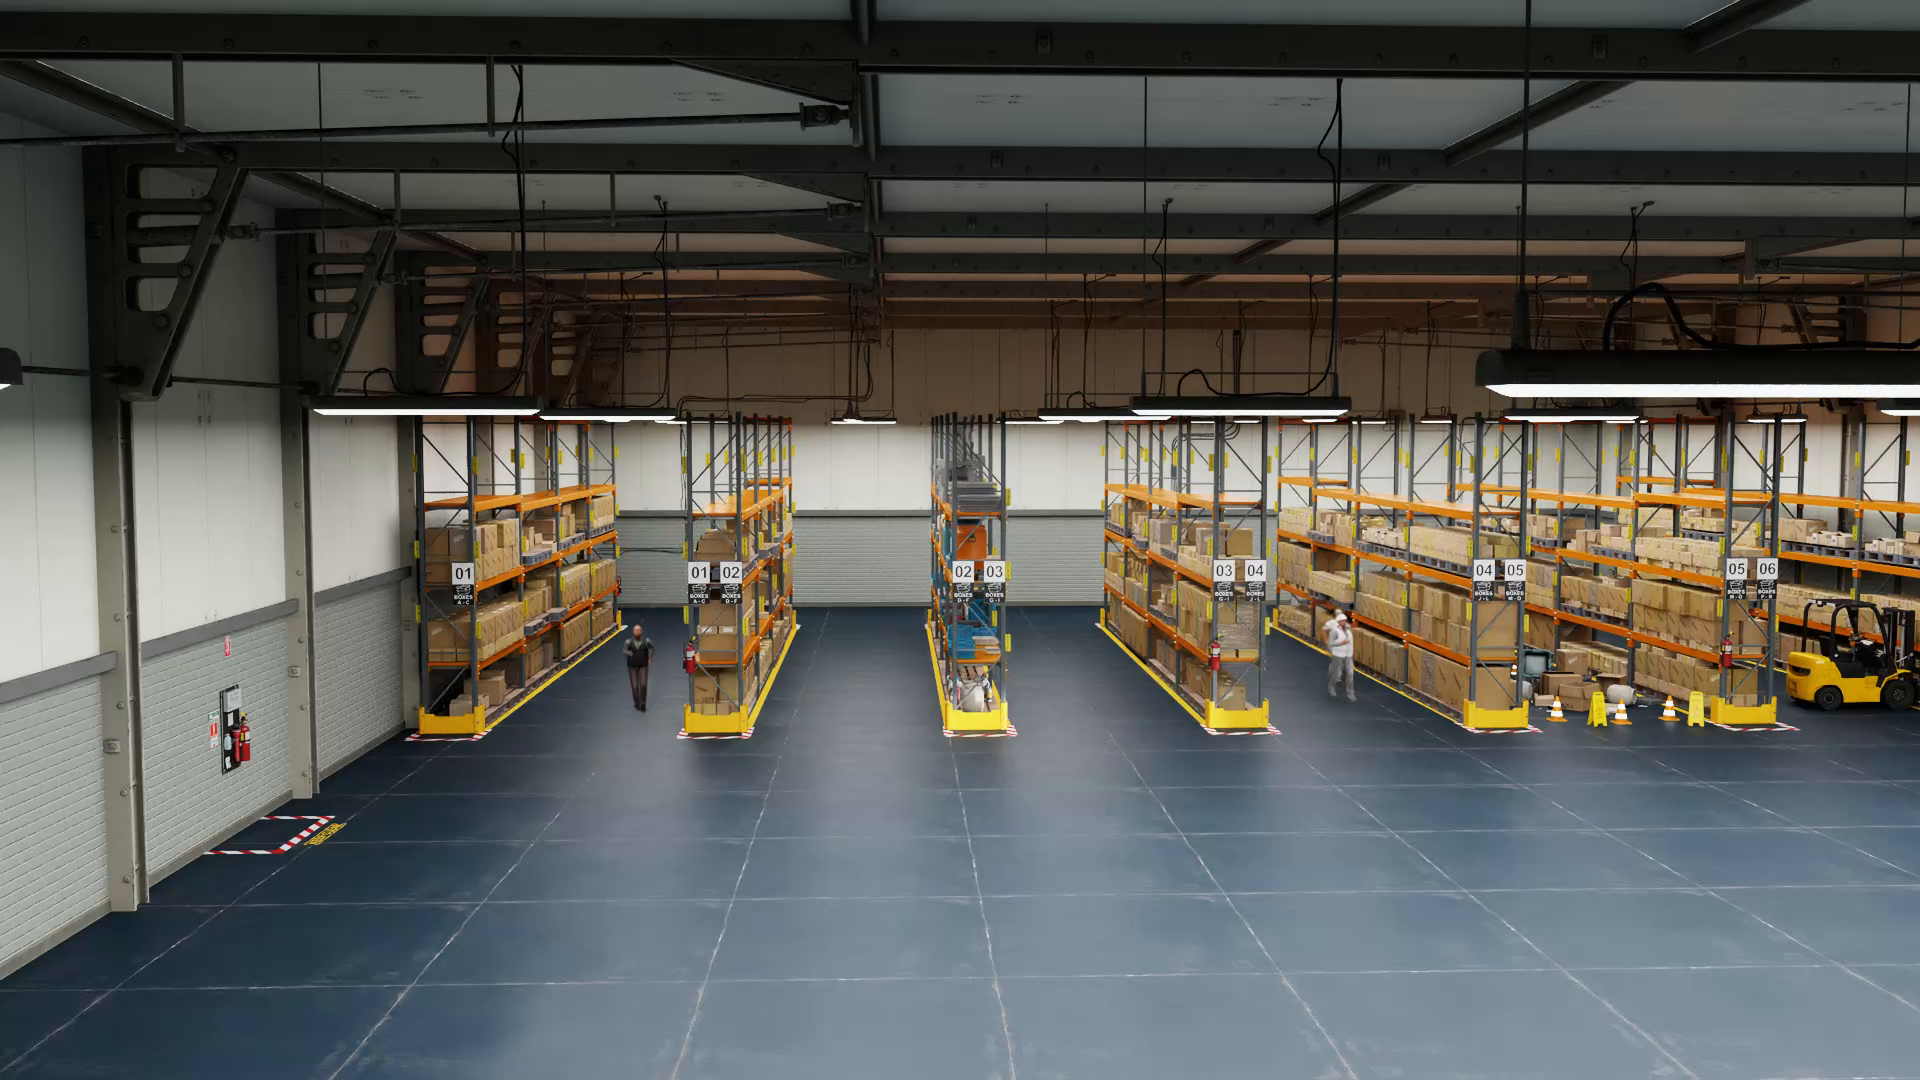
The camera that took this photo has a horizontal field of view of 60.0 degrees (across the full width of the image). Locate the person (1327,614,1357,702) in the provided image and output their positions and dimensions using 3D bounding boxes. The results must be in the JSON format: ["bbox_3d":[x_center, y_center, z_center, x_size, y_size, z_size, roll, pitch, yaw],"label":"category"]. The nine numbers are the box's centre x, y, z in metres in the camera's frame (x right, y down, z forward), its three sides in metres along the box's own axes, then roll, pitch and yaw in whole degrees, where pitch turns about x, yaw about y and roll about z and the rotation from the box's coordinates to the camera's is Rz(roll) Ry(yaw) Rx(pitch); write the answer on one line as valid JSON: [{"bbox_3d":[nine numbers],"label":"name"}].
[{"bbox_3d":[8.007,2.437,34.804,0.651,1.784,0.878,-1,4,-18],"label":"person"}]

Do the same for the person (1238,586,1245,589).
[{"bbox_3d":[7.783,1.691,47.071,0.748,1.659,0.575,0,4,2],"label":"person"}]

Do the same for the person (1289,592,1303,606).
[{"bbox_3d":[10.044,1.551,49.202,0.605,1.638,0.859,3,5,39],"label":"person"}]

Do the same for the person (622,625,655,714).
[{"bbox_3d":[-6.456,2.597,33.372,0.637,1.763,0.711,0,4,-5],"label":"person"}]

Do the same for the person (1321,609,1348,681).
[{"bbox_3d":[8.425,2.373,37.112,0.587,1.659,0.648,0,4,-6],"label":"person"}]
